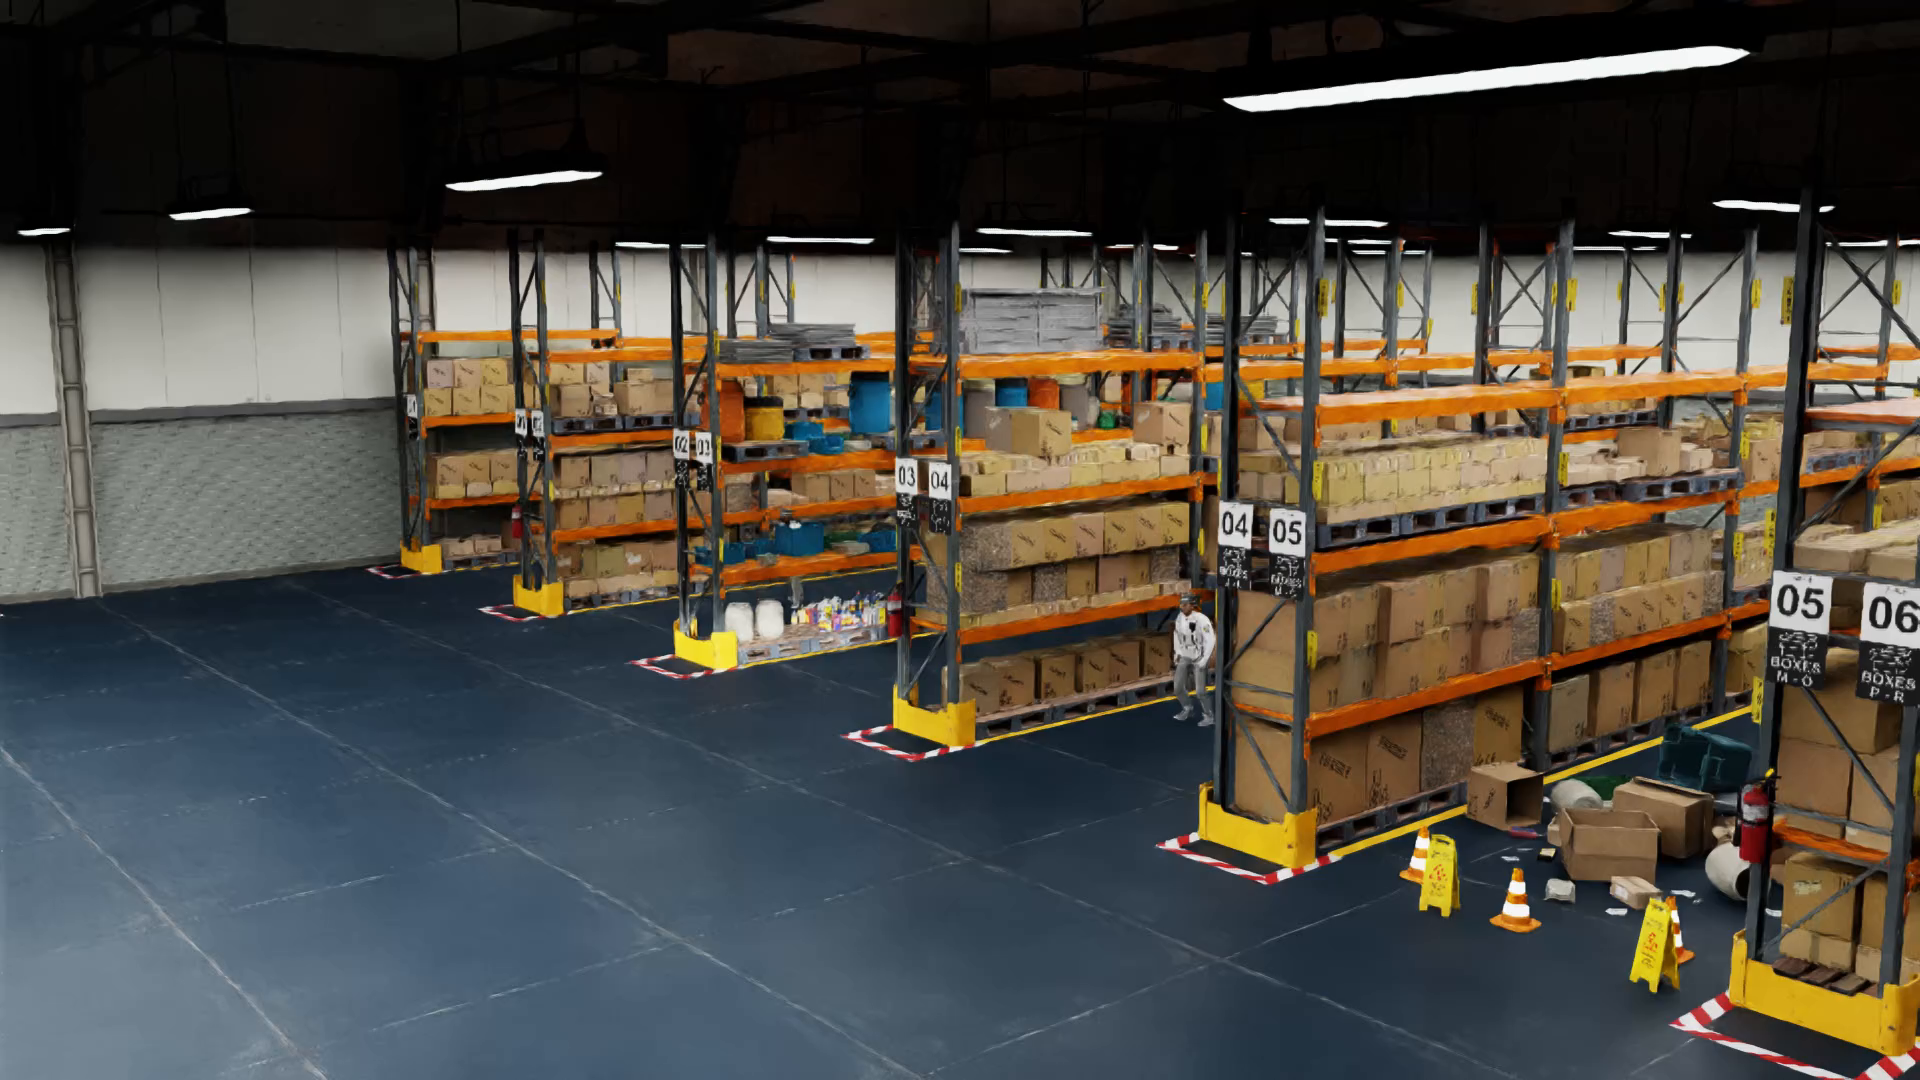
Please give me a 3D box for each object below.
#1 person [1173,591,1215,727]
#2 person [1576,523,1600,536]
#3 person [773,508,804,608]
[{"bbox_3d":[2.742,1.386,19.542,0.506,1.620,0.639,-8,12,-41],"label":"person"},{"bbox_3d":[9.548,0.455,25.179,0.552,1.742,0.677,-8,12,-41],"label":"person"},{"bbox_3d":[-2.681,0.245,26.863,0.621,1.606,0.828,6,10,33],"label":"person"}]
